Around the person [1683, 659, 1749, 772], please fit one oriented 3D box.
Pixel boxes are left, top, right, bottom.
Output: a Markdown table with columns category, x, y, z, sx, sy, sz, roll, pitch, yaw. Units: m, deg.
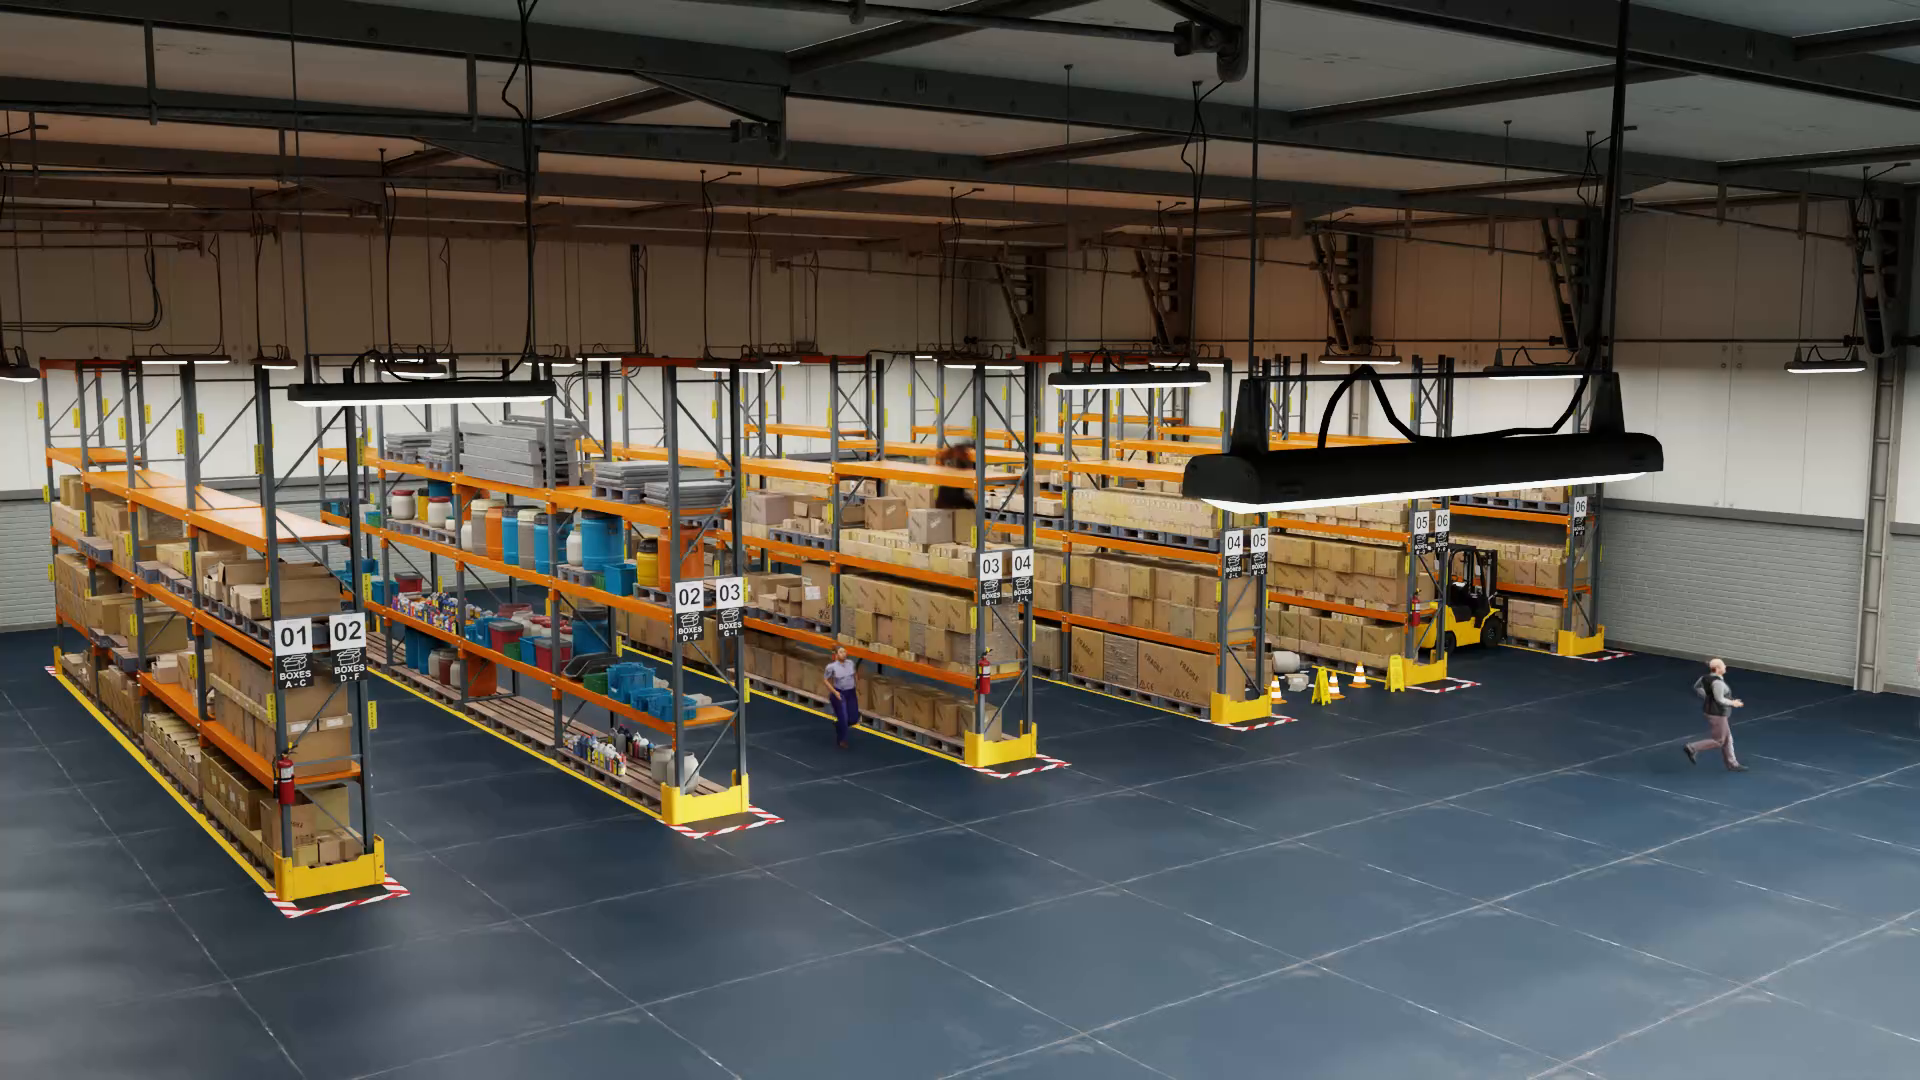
| category | x | y | z | sx | sy | sz | roll | pitch | yaw |
| --- | --- | --- | --- | --- | --- | --- | --- | --- | --- |
| person | 11.093 | 2.573 | 24.355 | 0.984 | 1.691 | 0.677 | 1 | 7 | 7 |

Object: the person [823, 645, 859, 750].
| category | x | y | z | sx | sy | sz | roll | pitch | yaw |
| --- | --- | --- | --- | --- | --- | --- | --- | --- | --- |
| person | -1.827 | 2.440 | 25.914 | 0.605 | 1.616 | 0.502 | -5 | 8 | -33 |
